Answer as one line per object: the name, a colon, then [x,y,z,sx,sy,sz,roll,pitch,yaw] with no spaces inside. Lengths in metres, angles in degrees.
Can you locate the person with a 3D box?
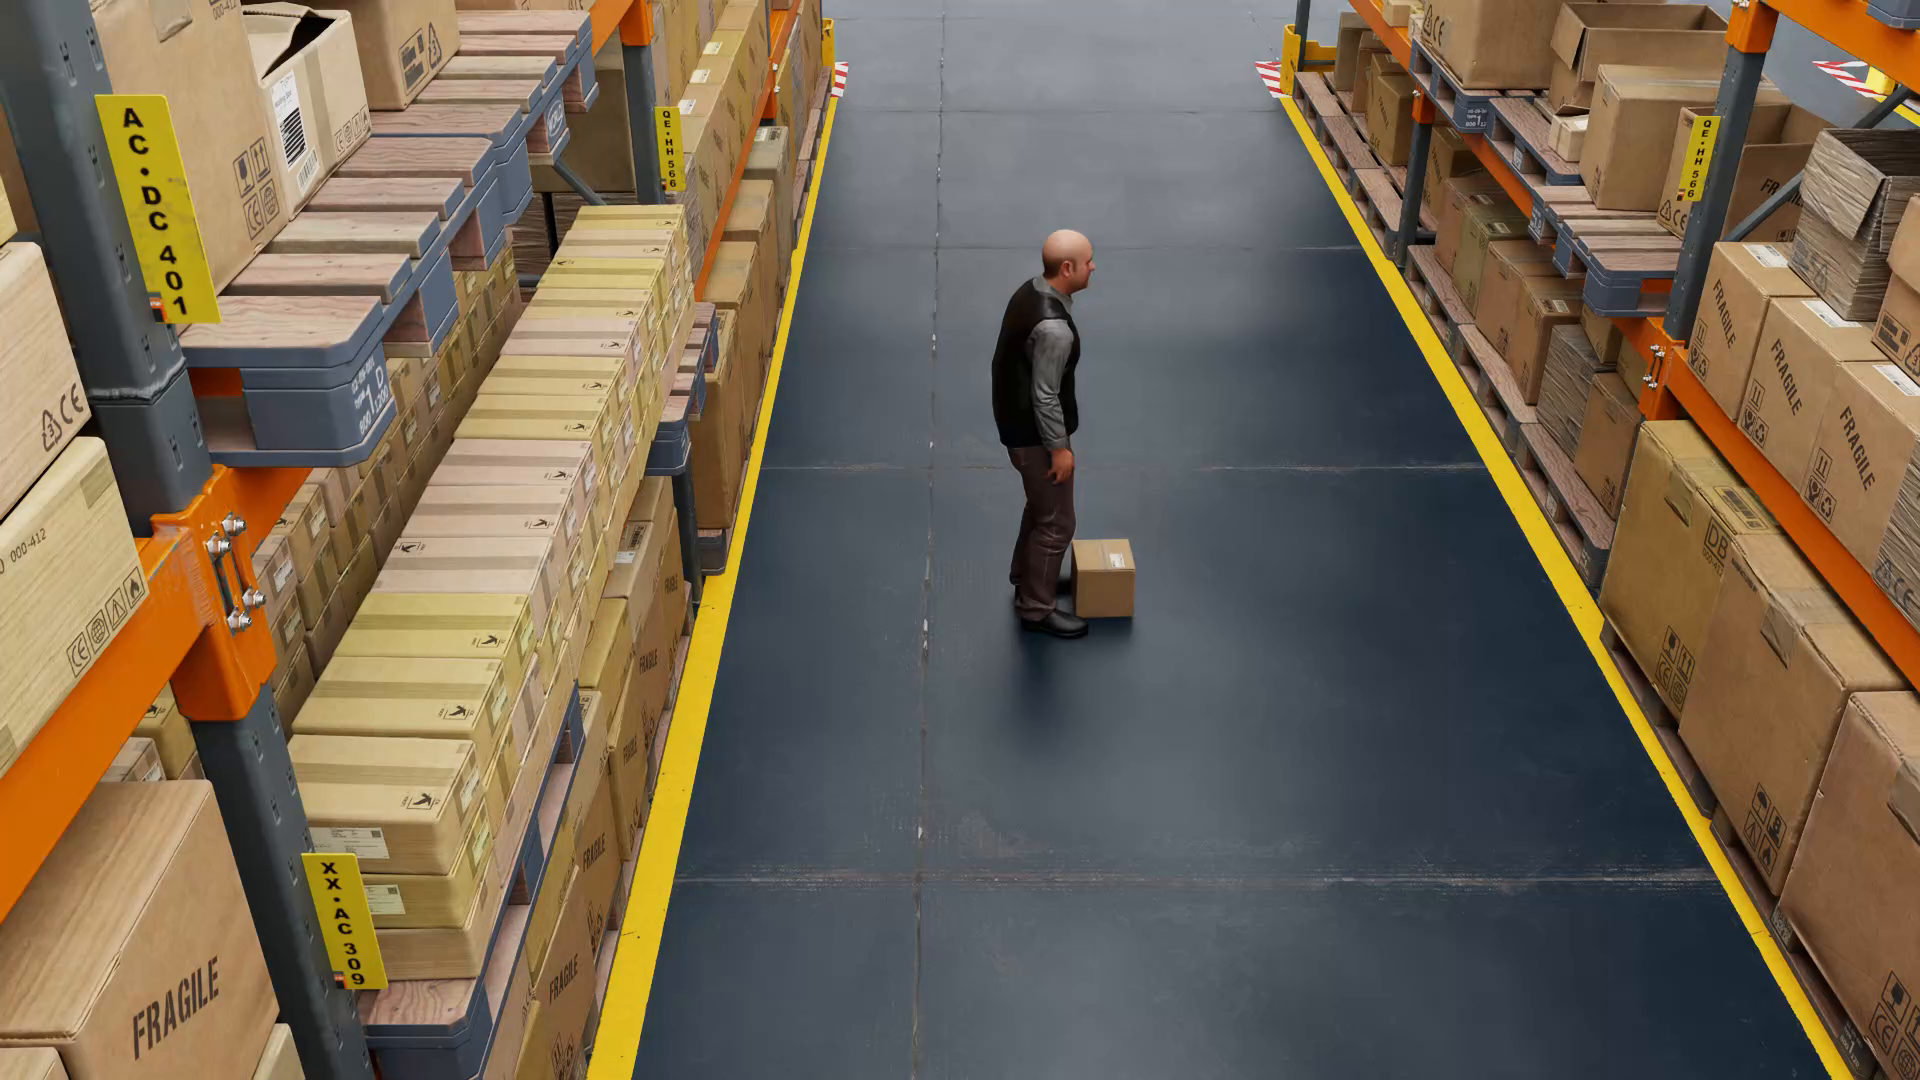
person: [0.338,-0.456,6.907,0.418,1.719,0.585,-2,31,-3]
